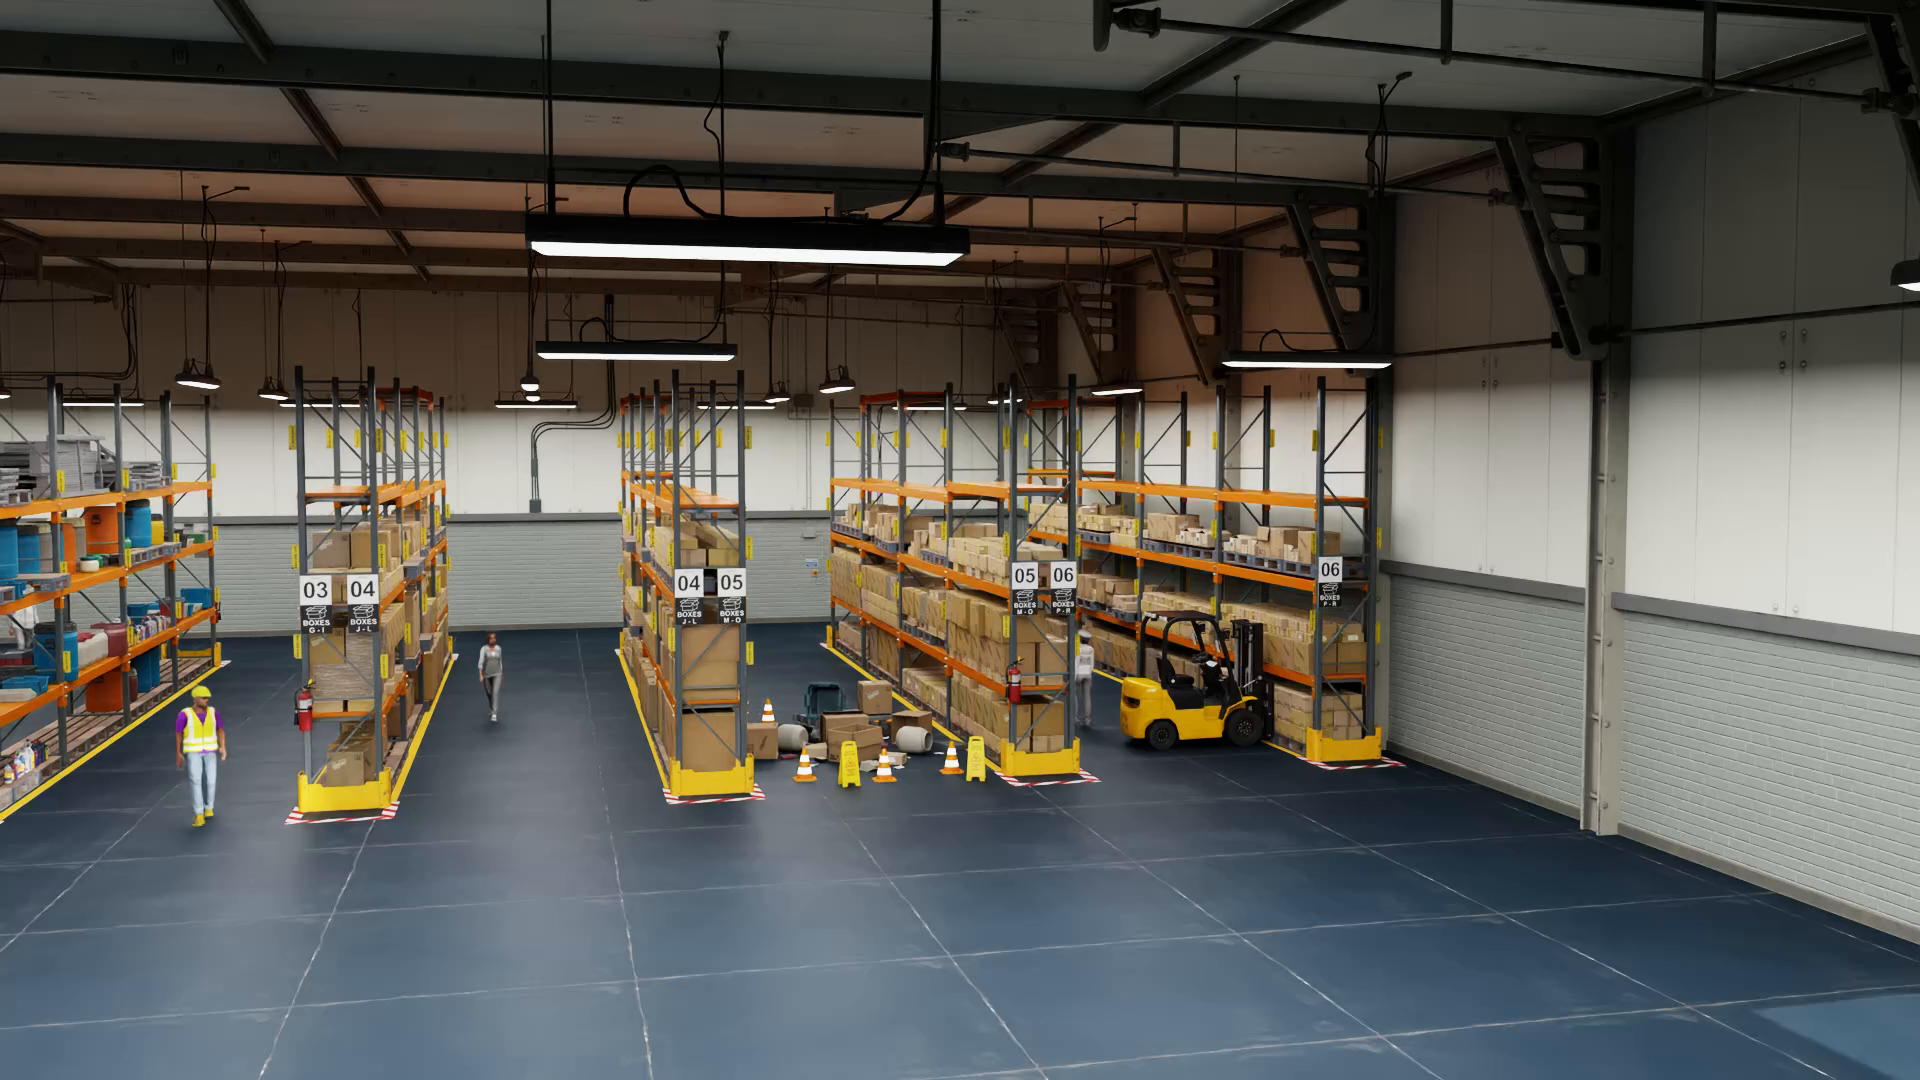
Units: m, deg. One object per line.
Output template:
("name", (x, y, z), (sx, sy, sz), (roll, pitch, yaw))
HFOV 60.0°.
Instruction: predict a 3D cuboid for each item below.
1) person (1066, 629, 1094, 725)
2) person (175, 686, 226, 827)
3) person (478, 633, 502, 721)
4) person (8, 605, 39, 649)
("person", (2.165, 2.441, 29.240), (0.481, 1.744, 0.580), (-1, 4, -18))
("person", (-9.954, 2.828, 21.922), (0.597, 1.759, 0.754), (-3, 5, -41))
("person", (-8.421, 2.438, 29.811), (0.403, 1.525, 0.952), (-1, 3, -8))
("person", (-20.772, 1.927, 36.884), (0.578, 1.717, 1.107), (-3, 4, -40))
